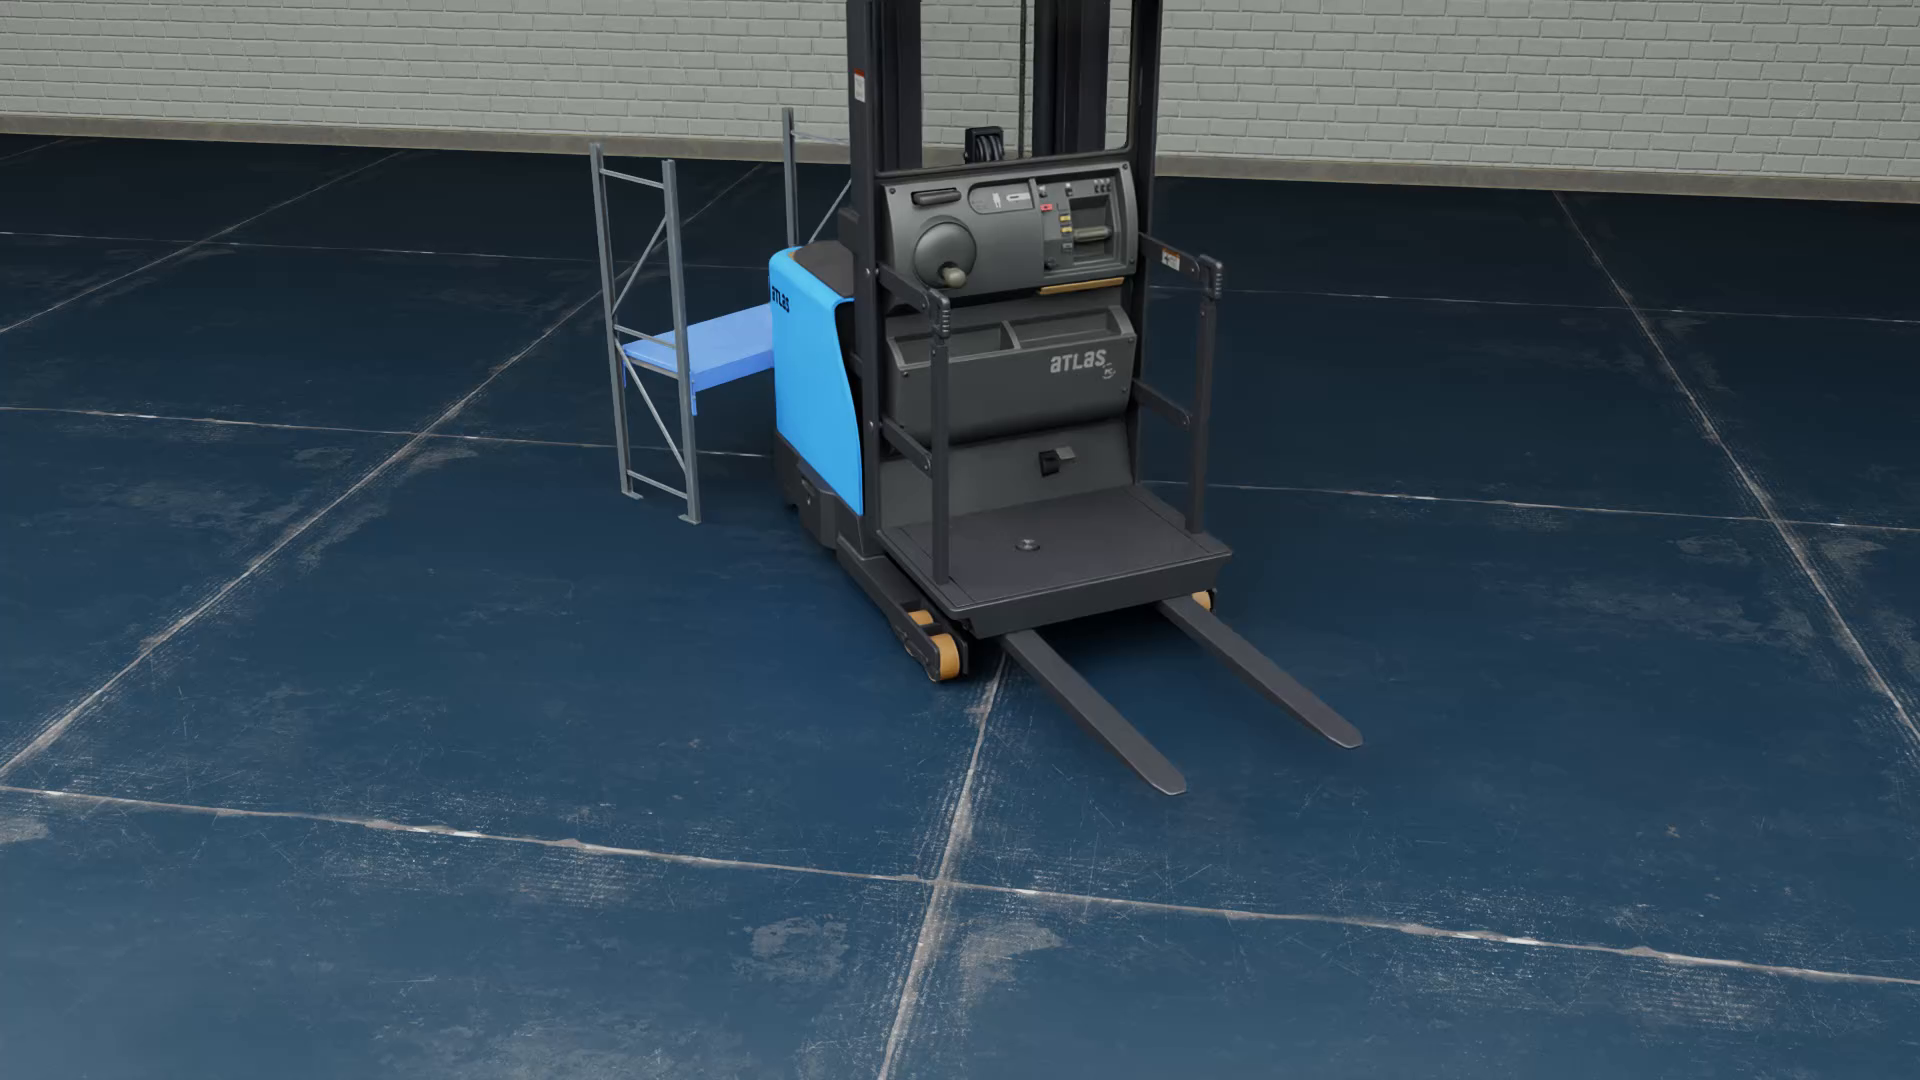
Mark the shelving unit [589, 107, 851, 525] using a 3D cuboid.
[{"bbox_3d":[-0.925,-0.976,7.065,0.538,1.500,1.048,21,32,38],"label":"shelving unit"}]

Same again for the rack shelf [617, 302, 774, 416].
[{"bbox_3d":[-0.925,-0.813,7.142,0.538,0.185,1.000,21,32,38],"label":"rack shelf"}]

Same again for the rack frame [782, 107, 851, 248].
[{"bbox_3d":[-0.582,-1.135,7.405,0.500,1.500,0.032,21,32,38],"label":"rack frame"}]

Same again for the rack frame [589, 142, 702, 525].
[{"bbox_3d":[-1.268,-0.817,6.726,0.500,1.500,0.032,21,32,38],"label":"rack frame"}]

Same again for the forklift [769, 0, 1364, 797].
[{"bbox_3d":[0.276,-1.049,5.533,1.130,2.935,3.031,-11,27,-22],"label":"forklift"}]
